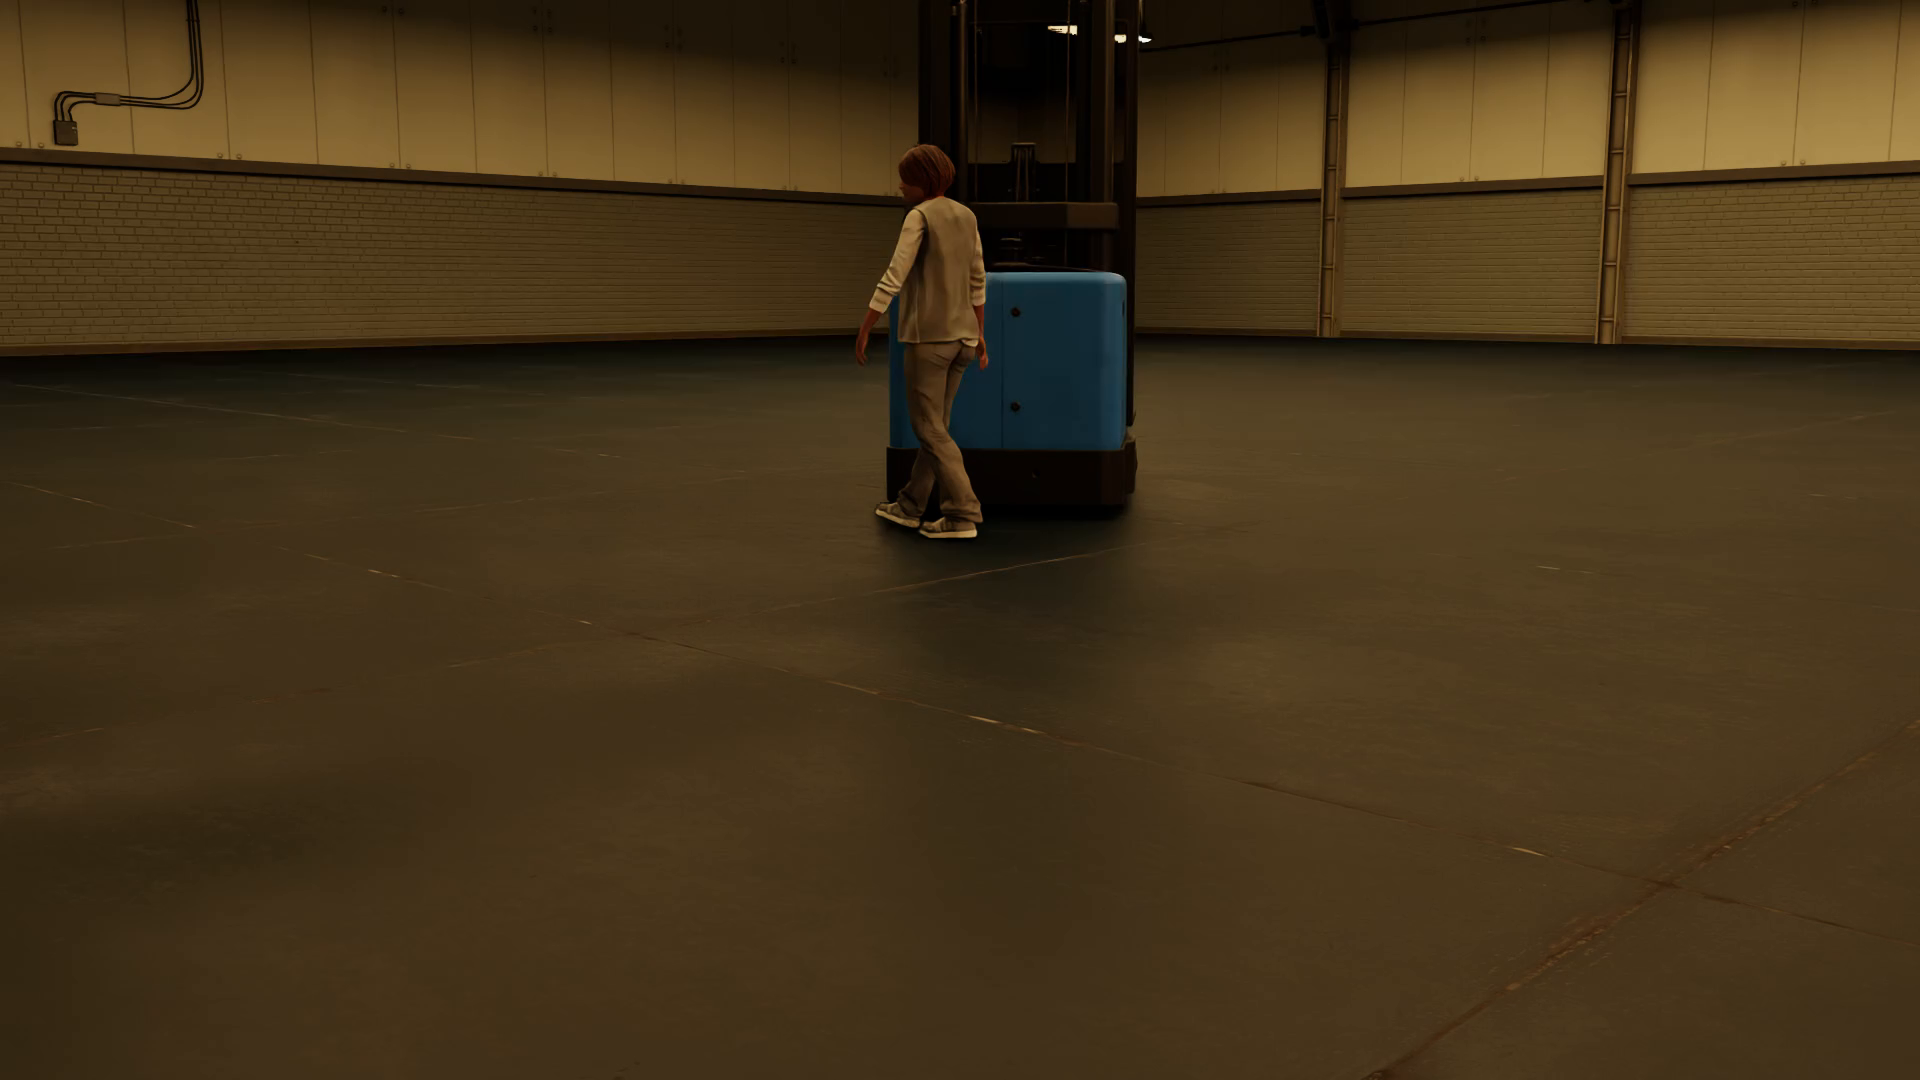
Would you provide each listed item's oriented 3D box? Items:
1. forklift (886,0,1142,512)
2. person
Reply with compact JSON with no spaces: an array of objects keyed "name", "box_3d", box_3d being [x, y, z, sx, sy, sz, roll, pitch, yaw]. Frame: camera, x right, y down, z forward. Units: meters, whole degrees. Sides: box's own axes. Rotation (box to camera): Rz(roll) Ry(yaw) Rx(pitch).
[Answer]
[{"name":"forklift","box_3d":[0.367,-1.758,8.551,1.130,2.935,3.031,1,9,7]},{"name":"person","box_3d":[-0.165,-0.801,6.775,0.648,1.574,0.579,6,11,36]}]
